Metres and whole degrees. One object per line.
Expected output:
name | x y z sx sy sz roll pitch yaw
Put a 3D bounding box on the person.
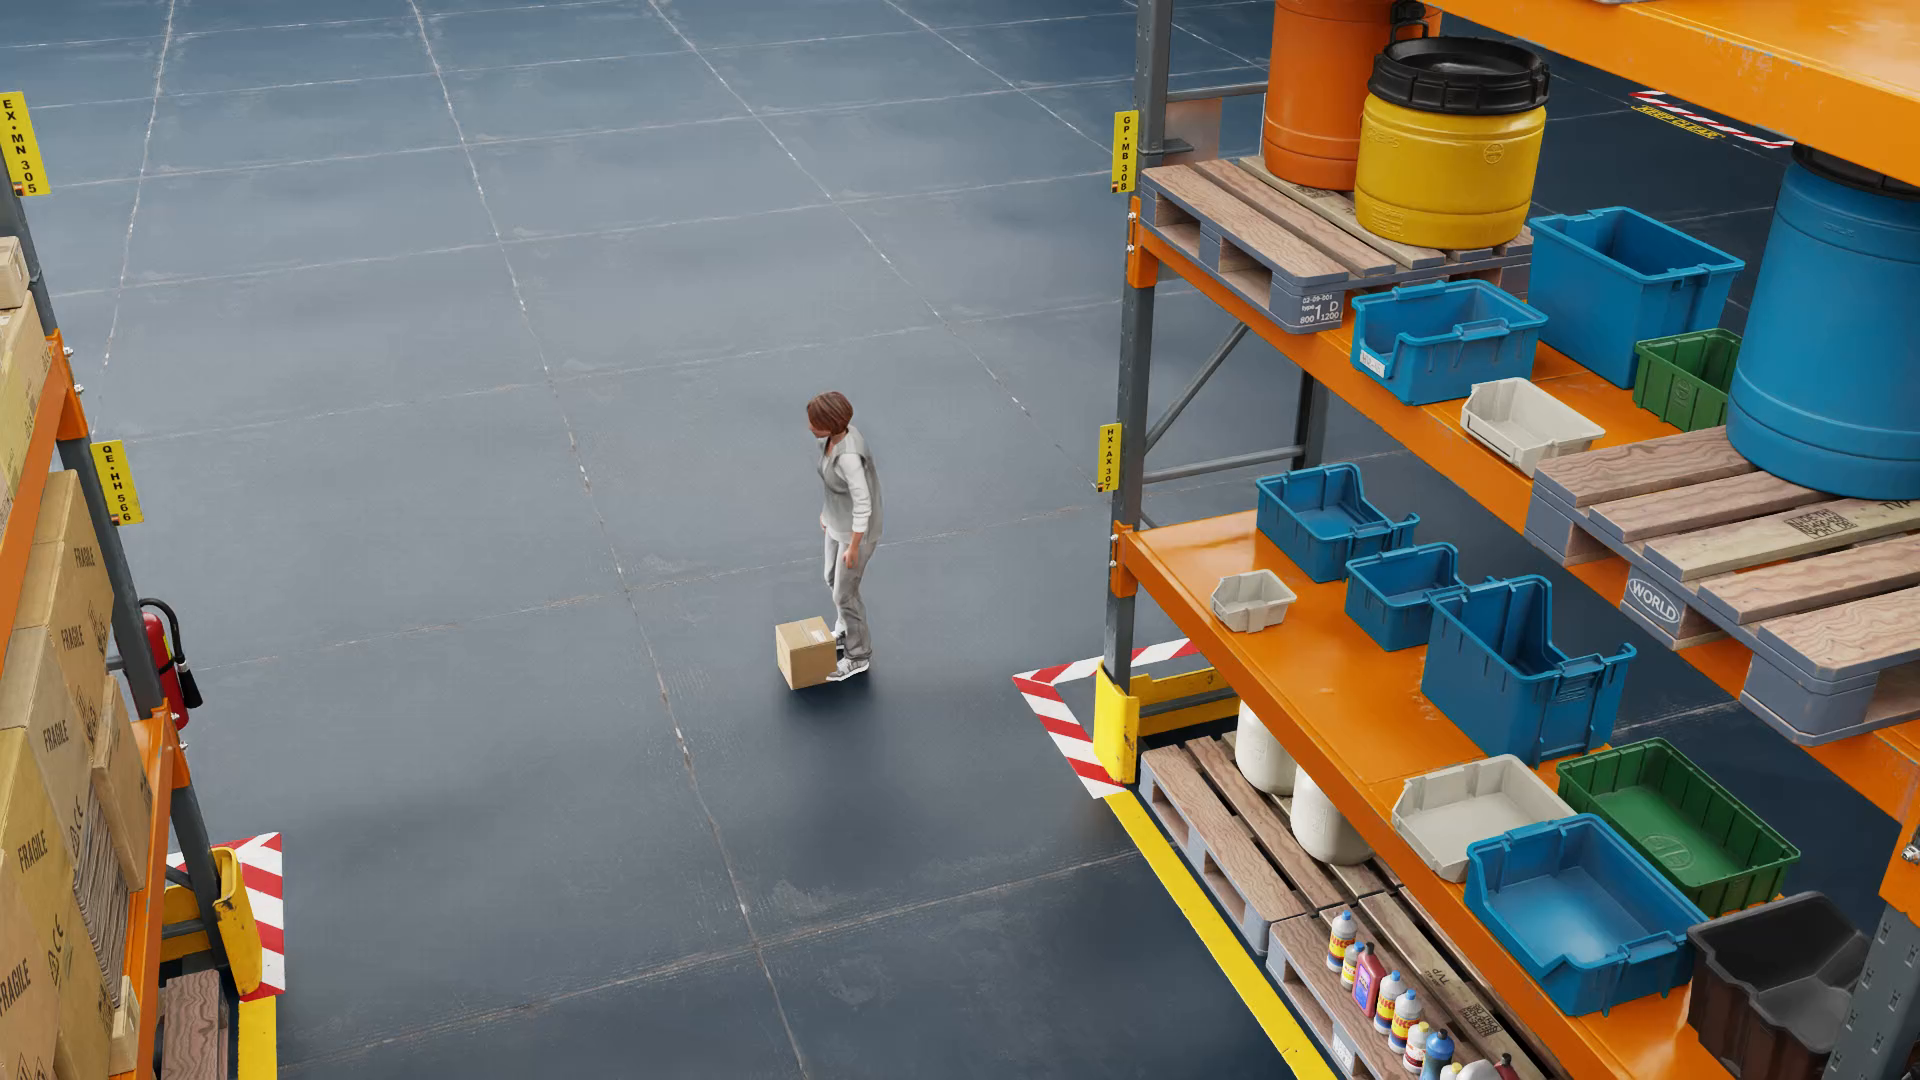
person | -0.586 -0.038 8.407 0.366 1.593 0.466 -11 32 -18
